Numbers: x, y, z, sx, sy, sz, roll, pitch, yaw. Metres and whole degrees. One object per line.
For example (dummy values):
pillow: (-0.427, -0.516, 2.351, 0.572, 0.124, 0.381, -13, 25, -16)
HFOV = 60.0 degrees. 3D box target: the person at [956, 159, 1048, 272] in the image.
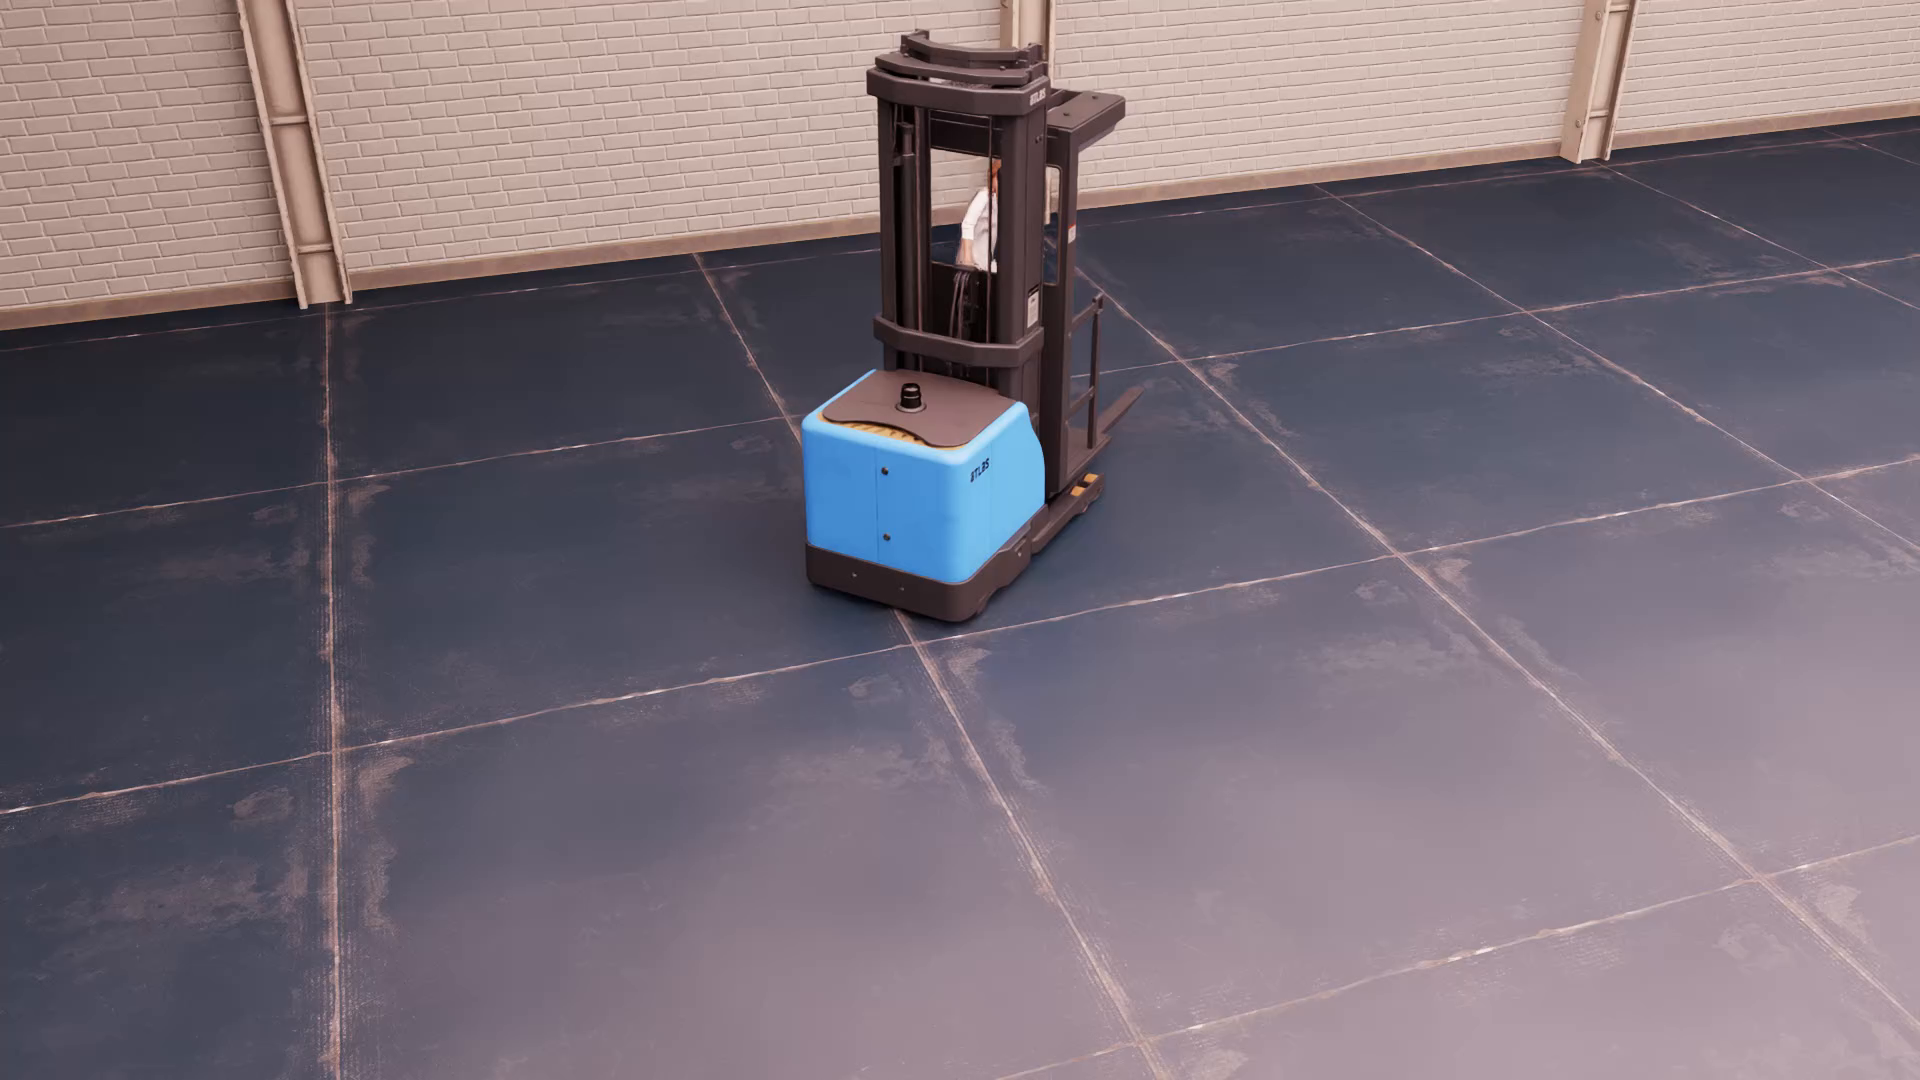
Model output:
person: (0.312, -2.047, 12.174, 0.693, 1.429, 0.635, -2, 30, -4)

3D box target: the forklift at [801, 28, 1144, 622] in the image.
forklift: (0.255, -1.531, 9.748, 1.130, 2.935, 3.031, 15, 33, 24)
